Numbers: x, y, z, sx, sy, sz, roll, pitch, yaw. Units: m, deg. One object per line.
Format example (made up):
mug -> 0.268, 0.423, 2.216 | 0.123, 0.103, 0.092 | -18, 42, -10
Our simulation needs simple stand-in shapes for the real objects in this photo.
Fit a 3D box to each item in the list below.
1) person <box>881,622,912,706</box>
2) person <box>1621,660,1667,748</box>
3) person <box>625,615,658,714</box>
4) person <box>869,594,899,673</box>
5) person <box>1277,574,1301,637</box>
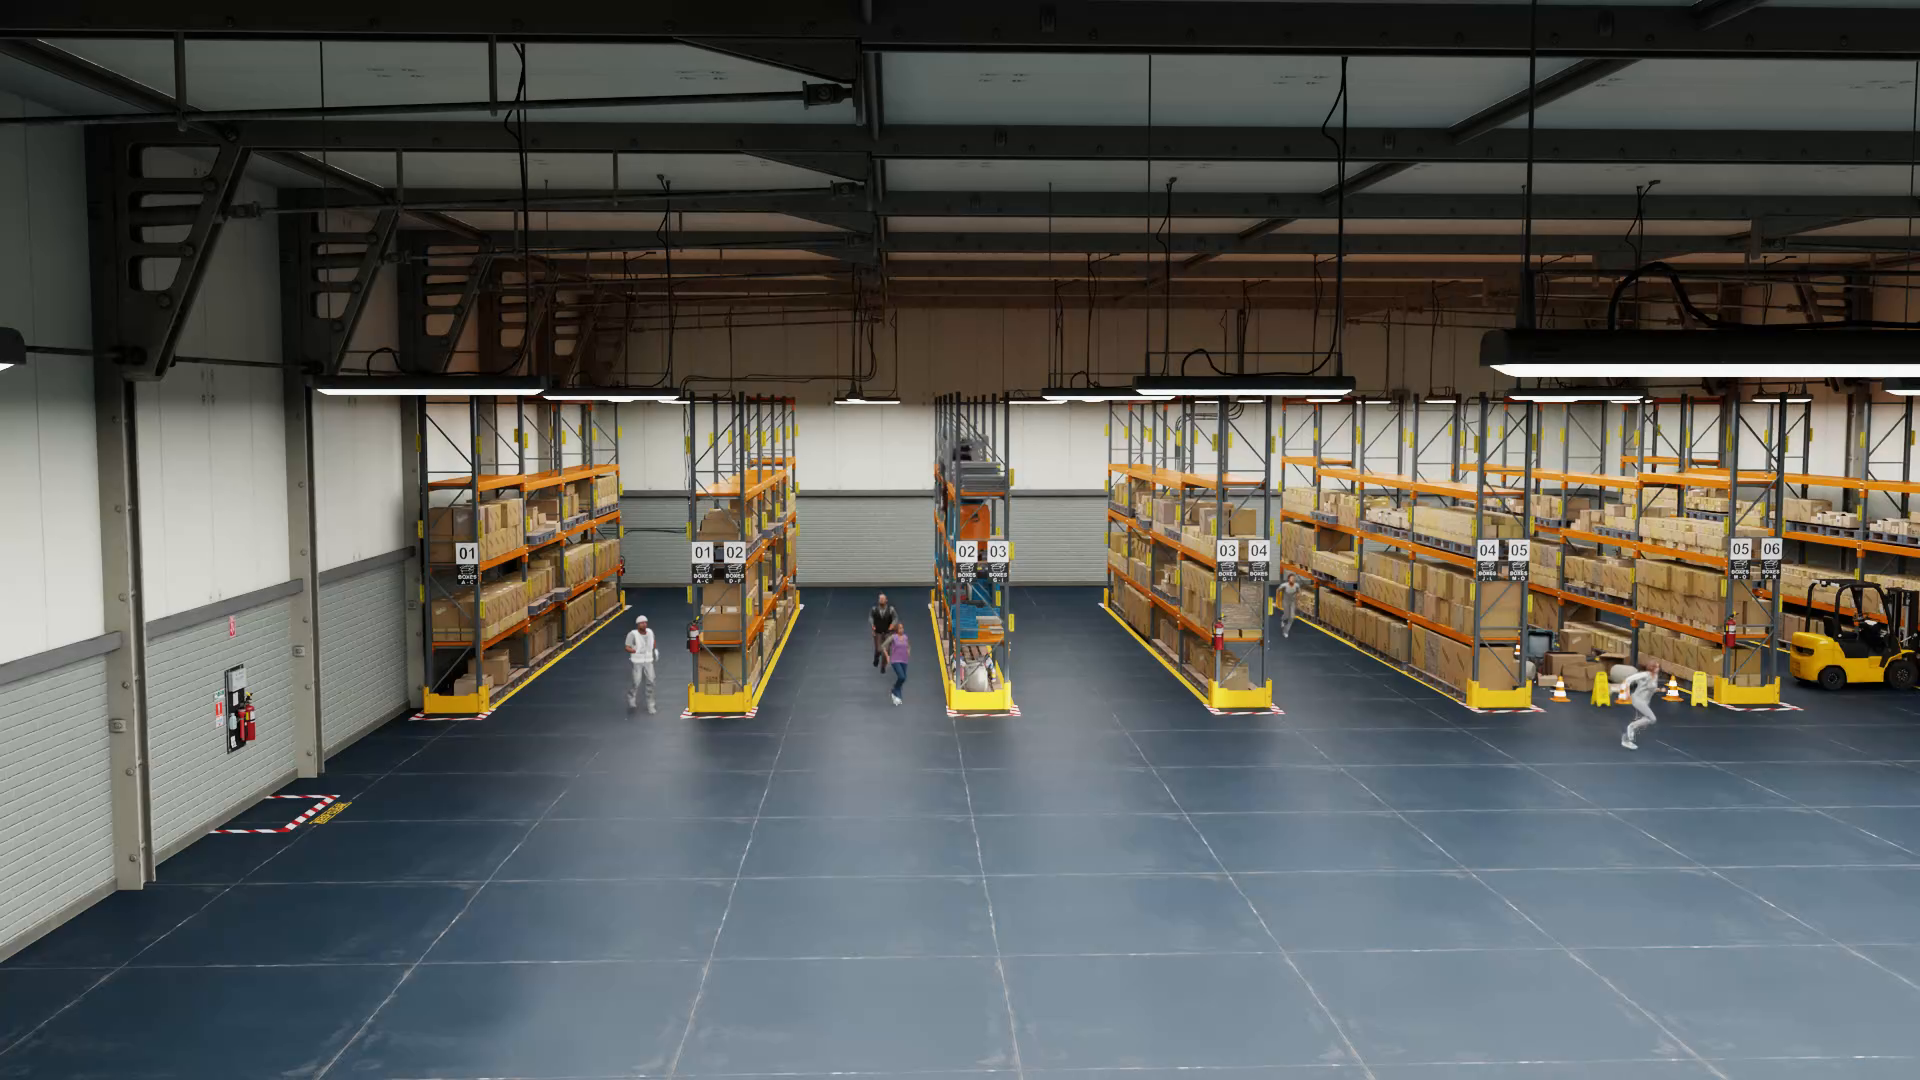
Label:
person -> -1.165, 2.371, 31.850 | 0.508, 1.593, 0.663 | -3, 6, -37
person -> 11.412, 2.741, 27.740 | 0.720, 1.525, 0.524 | 4, 6, 43
person -> -5.983, 2.328, 31.262 | 0.706, 1.841, 0.821 | -3, 6, -34
person -> -1.648, 2.016, 35.891 | 0.656, 1.692, 0.625 | 0, 5, -1
person -> 8.195, 1.623, 41.486 | 0.554, 1.600, 0.703 | -1, 5, -10
